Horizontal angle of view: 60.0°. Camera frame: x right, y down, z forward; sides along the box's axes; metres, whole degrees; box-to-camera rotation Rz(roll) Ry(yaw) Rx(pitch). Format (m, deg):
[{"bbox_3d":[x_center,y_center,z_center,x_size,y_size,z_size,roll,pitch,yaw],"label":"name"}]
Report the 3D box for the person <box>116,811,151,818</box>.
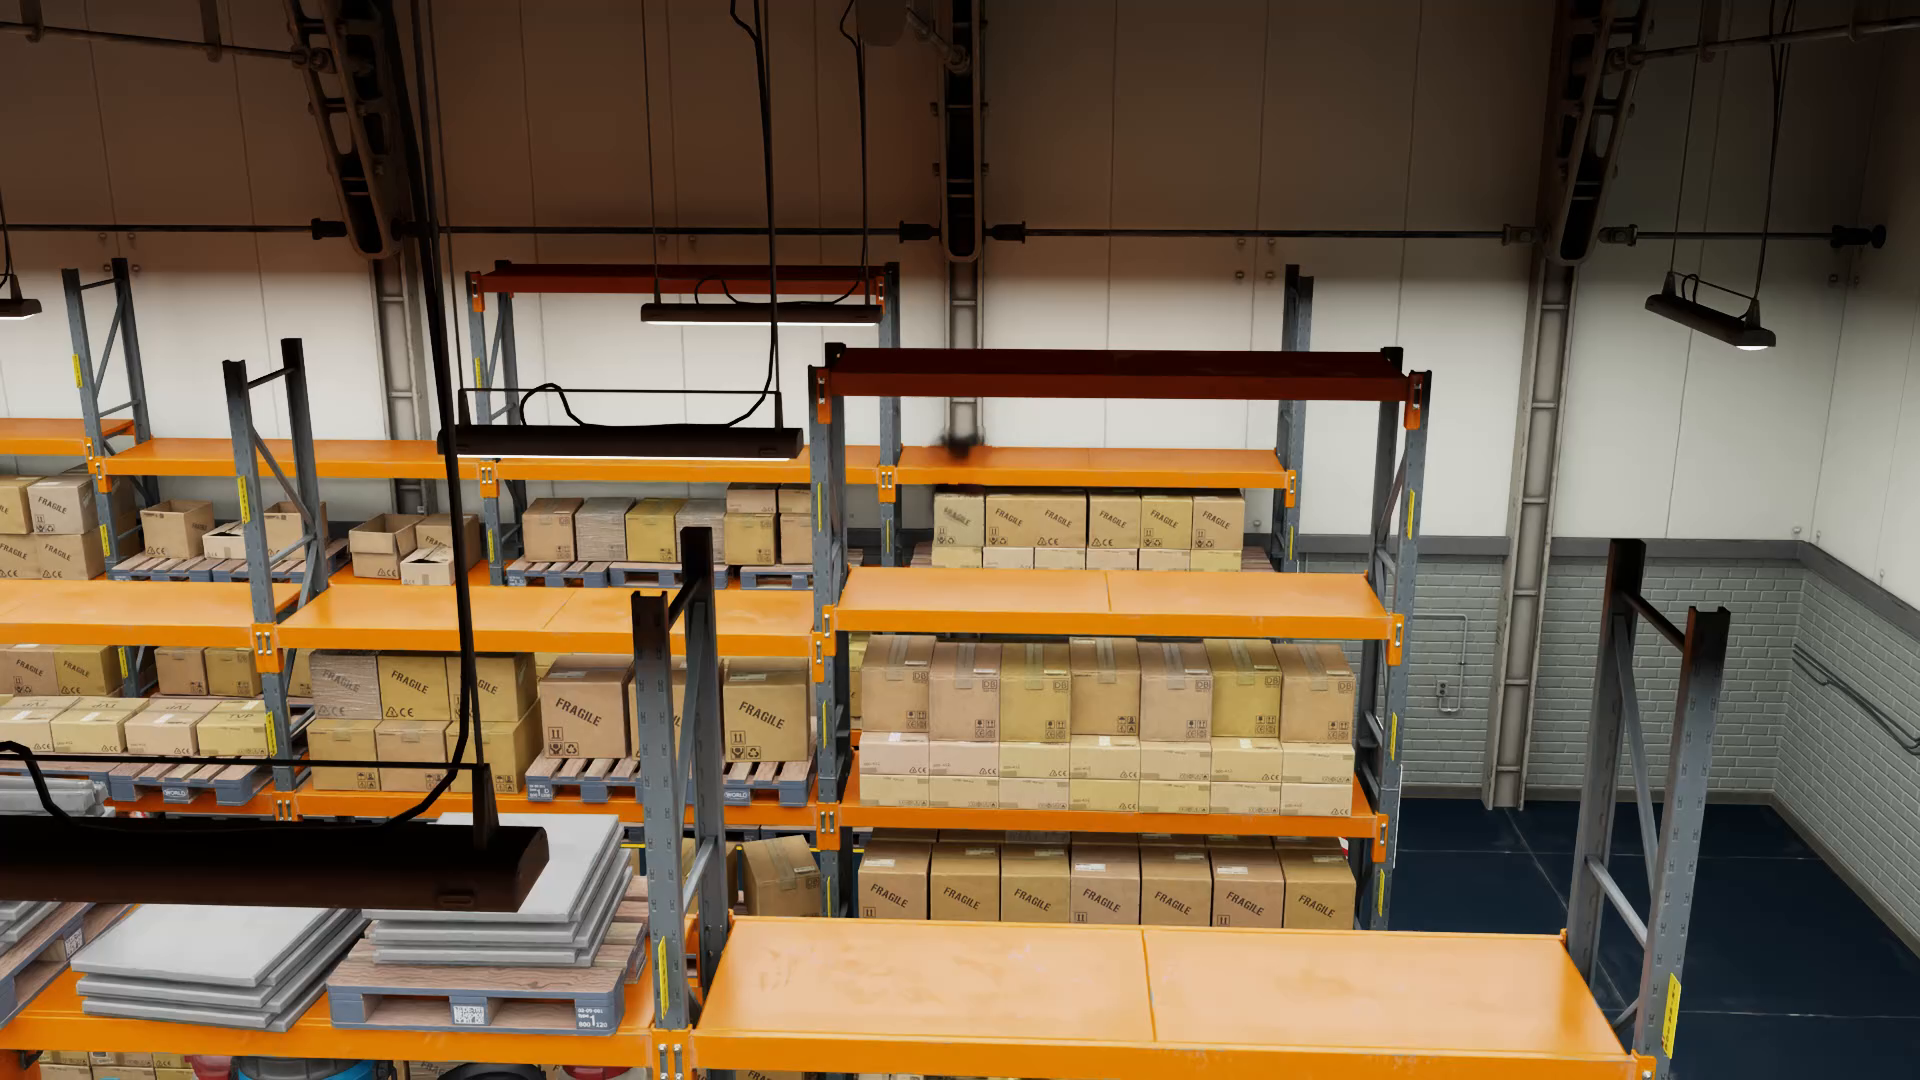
[{"bbox_3d":[-7.516,2.991,15.094,0.724,1.777,0.559,12,20,35],"label":"person"}]
